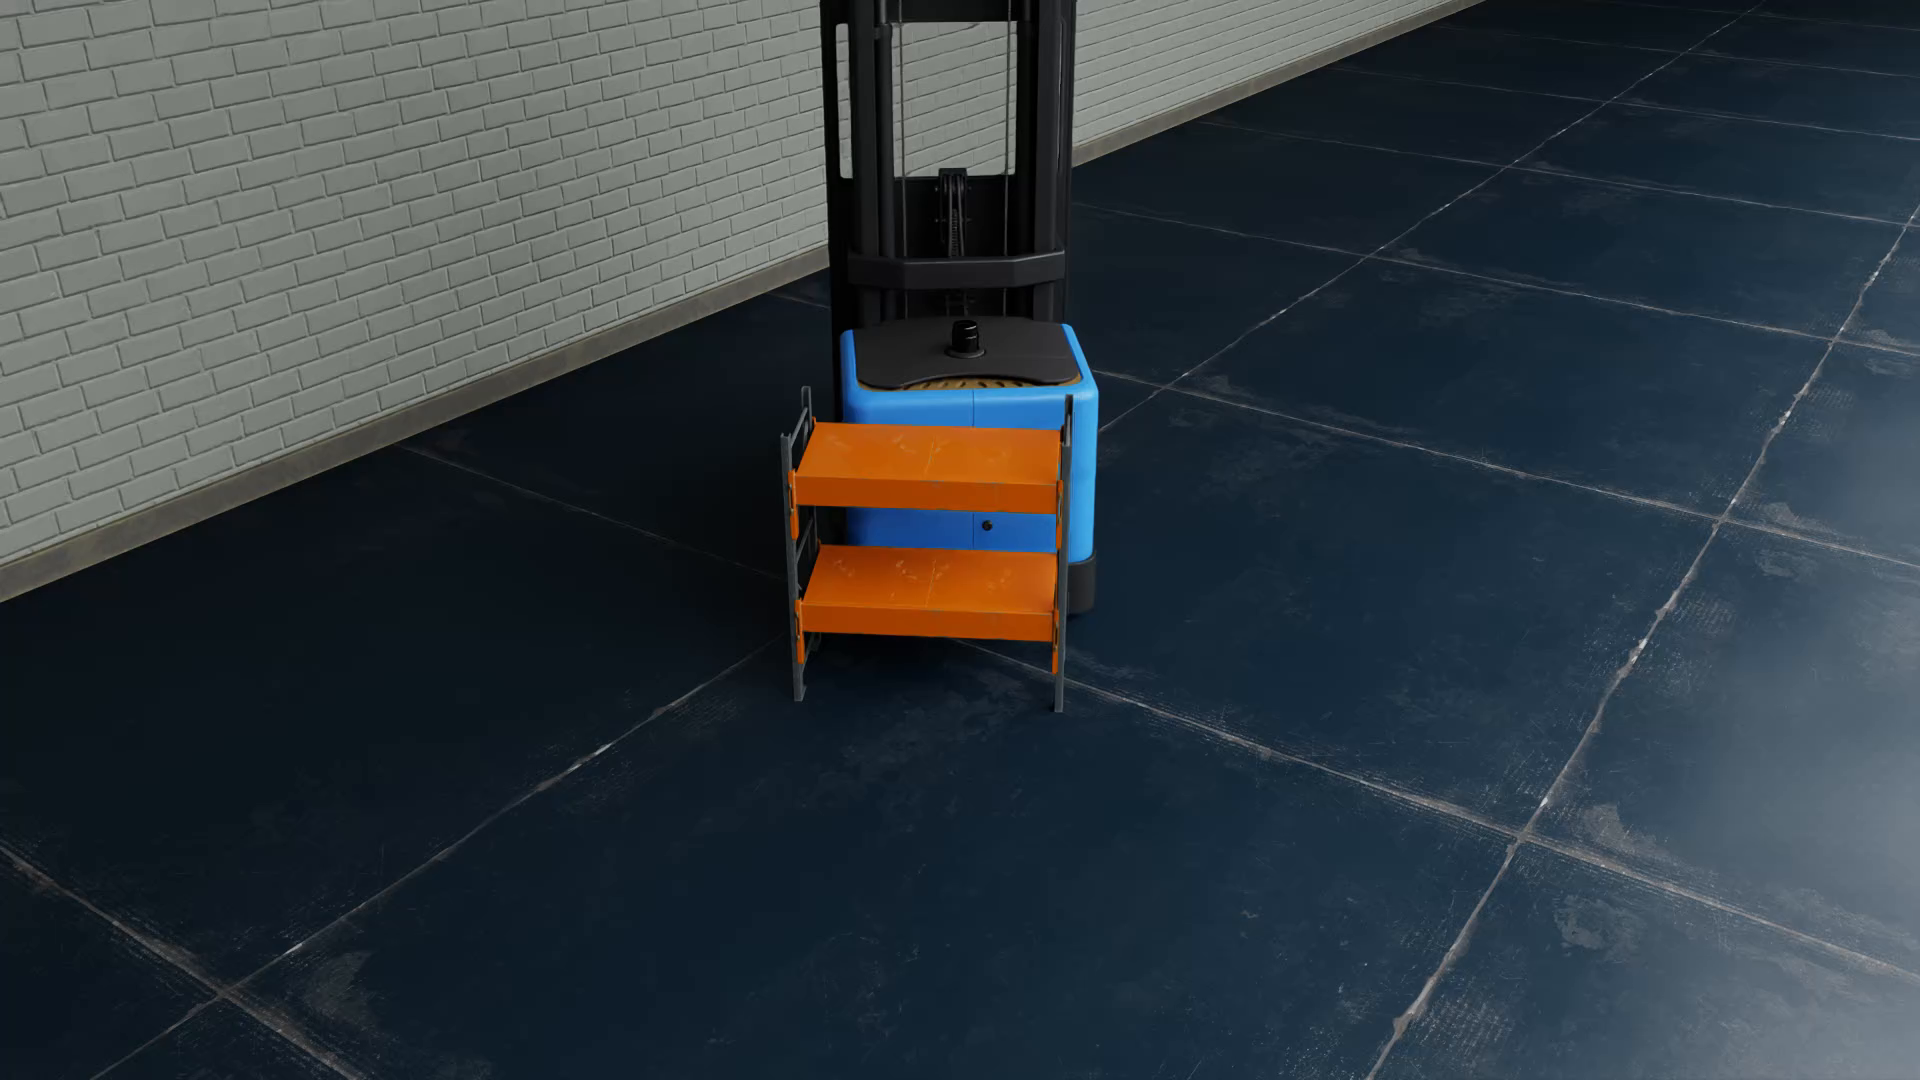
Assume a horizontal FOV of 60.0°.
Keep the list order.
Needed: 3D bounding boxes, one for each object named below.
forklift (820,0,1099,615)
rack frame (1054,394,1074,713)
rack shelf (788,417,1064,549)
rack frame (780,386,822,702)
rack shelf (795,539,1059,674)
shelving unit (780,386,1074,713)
[{"bbox_3d":[-0.072,-1.598,7.659,1.130,2.935,3.031,-2,27,-4],"label":"forklift"},{"bbox_3d":[0.400,0.056,6.400,0.032,1.125,0.500,2,27,4],"label":"rack frame"},{"bbox_3d":[-0.107,-0.224,6.304,1.000,0.278,0.538,2,27,4],"label":"rack shelf"},{"bbox_3d":[-0.614,0.019,6.473,0.032,1.125,0.500,2,27,4],"label":"rack frame"},{"bbox_3d":[-0.107,0.255,6.548,1.000,0.278,0.538,2,27,4],"label":"rack shelf"},{"bbox_3d":[-0.107,0.037,6.437,1.048,1.125,0.538,2,27,4],"label":"shelving unit"}]
